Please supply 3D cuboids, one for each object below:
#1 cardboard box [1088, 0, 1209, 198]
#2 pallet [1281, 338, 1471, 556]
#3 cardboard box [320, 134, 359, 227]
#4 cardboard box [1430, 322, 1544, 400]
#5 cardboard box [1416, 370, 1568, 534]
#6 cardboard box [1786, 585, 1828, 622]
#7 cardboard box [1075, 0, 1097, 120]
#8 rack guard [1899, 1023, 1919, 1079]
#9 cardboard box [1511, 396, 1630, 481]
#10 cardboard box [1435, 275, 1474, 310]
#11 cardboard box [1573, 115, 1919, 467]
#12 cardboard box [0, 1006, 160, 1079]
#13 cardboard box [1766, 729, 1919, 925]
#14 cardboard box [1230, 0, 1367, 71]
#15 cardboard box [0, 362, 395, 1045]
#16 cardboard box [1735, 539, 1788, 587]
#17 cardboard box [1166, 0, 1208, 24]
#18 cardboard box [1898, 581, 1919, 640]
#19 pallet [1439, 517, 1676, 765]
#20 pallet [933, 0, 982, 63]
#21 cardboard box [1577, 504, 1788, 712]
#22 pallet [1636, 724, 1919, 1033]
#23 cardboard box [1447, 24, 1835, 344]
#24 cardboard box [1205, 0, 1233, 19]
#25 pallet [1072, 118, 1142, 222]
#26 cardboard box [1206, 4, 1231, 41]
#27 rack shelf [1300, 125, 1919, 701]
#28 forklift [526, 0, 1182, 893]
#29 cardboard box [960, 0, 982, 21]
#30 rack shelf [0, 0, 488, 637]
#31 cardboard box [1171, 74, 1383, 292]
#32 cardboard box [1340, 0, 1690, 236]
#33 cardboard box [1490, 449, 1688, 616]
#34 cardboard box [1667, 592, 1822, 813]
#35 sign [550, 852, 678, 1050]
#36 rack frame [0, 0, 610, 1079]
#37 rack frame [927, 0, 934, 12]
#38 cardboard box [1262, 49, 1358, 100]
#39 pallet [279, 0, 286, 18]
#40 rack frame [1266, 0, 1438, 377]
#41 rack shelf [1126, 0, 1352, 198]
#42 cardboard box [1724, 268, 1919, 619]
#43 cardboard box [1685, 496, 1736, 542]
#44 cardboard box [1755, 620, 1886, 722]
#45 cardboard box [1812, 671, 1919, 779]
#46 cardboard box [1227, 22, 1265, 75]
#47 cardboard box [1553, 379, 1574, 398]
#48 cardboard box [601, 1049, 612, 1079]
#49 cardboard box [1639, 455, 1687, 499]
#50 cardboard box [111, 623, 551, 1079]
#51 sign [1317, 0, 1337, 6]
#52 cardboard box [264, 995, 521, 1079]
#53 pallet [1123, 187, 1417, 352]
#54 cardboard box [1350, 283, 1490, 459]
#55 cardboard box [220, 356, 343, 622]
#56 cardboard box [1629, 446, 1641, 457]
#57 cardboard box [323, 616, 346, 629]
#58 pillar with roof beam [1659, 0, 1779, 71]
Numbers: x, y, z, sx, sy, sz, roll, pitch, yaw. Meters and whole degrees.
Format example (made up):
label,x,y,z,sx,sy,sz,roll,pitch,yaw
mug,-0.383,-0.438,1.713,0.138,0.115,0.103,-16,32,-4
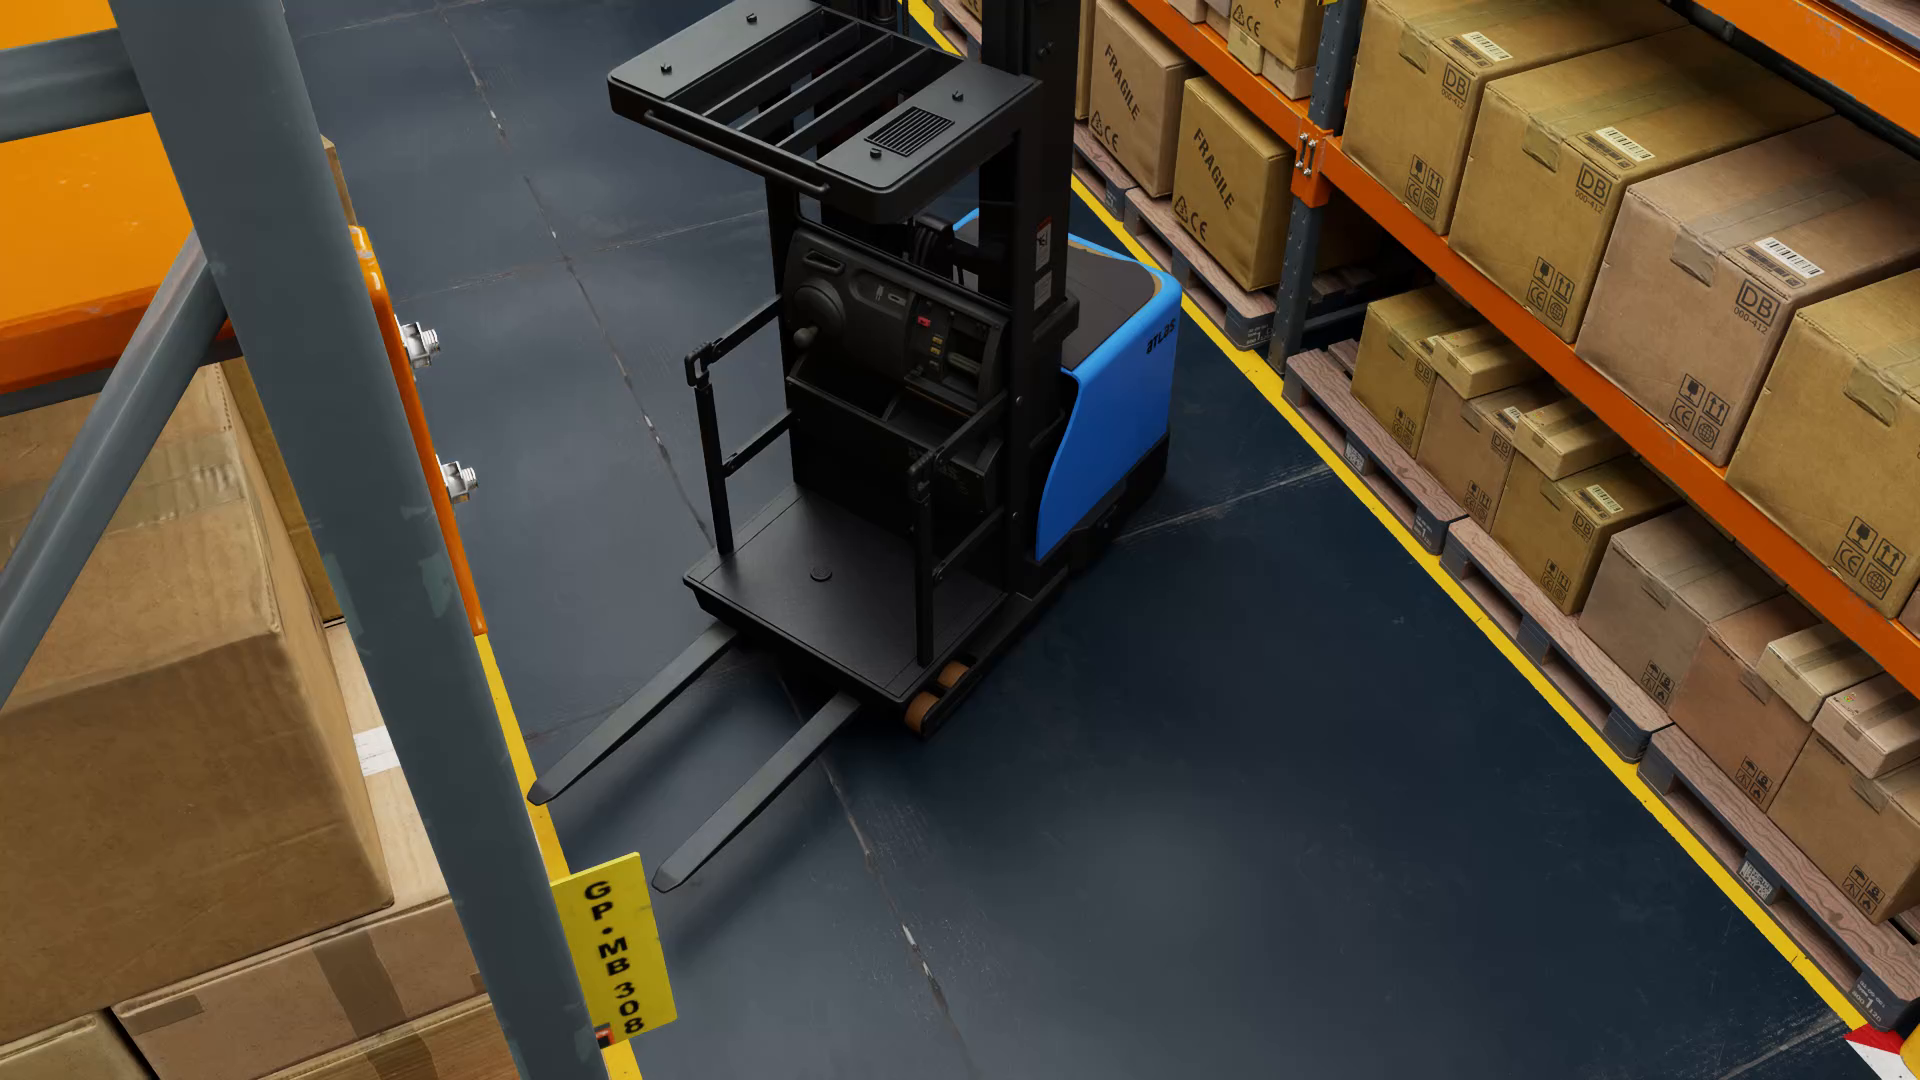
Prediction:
label,x,y,z,sx,sy,sz,roll,pitch,yaw
cardboard box,1.182,-2.355,8.602,0.750,0.750,0.750,-17,47,-16
pallet,2.199,-0.530,7.505,1.003,0.211,1.213,-18,47,-17
cardboard box,-2.539,-1.118,5.746,0.700,0.500,0.500,-34,54,-30
cardboard box,2.150,-0.741,6.754,0.380,0.149,0.250,-17,47,-16
cardboard box,2.380,-0.462,6.932,0.700,0.500,0.500,-18,48,-18
cardboard box,3.162,0.150,5.850,0.380,0.149,0.250,-18,47,-17
cardboard box,0.821,-2.896,9.149,0.750,0.750,0.750,-18,47,-18
rack guard,3.642,1.424,5.319,1.175,0.500,0.348,-18,47,-17
cardboard box,2.370,-0.409,6.416,0.380,0.149,0.250,-19,48,-19
cardboard box,2.291,-1.165,7.182,0.380,0.149,0.250,-18,47,-18
cardboard box,2.780,-0.859,5.640,0.980,0.700,0.700,-20,48,-19
cardboard box,-1.308,0.540,2.051,0.500,0.250,0.500,-18,47,-17
cardboard box,3.247,0.843,5.610,0.700,0.500,0.500,-18,47,-17
cardboard box,1.527,-2.398,7.116,0.500,0.500,0.500,-19,48,-18
cardboard box,-1.092,0.203,1.859,0.700,0.500,0.500,-18,47,-17
cardboard box,3.055,-0.011,6.014,0.380,0.149,0.250,-17,47,-17
cardboard box,1.191,-2.563,7.745,0.380,0.149,0.250,-18,47,-17
cardboard box,3.408,0.090,4.678,0.980,0.700,0.700,-16,47,-16
pallet,2.716,0.249,6.716,1.003,0.211,1.213,-18,47,-17
pallet,0.531,-3.062,10.071,1.003,0.211,1.213,-18,47,-17
cardboard box,2.824,0.204,6.257,0.700,0.500,0.500,-19,48,-19
pallet,3.225,1.025,5.929,1.003,0.211,1.213,-18,47,-17
cardboard box,2.465,-1.319,6.107,0.980,0.700,0.700,-19,48,-18
cardboard box,1.304,-2.720,7.443,0.500,0.500,0.500,-18,47,-17
pallet,1.040,-2.285,9.285,1.003,0.211,1.213,-18,47,-17
cardboard box,1.356,-2.412,7.592,0.380,0.149,0.250,-17,47,-16
rack shelf,2.791,-0.499,6.001,1.077,0.370,4.000,-18,47,-17
forklift,-0.370,-0.690,5.732,1.130,2.935,3.031,27,51,25
cardboard box,0.458,-3.456,9.717,0.750,0.750,0.750,-19,48,-18
rack shelf,-1.702,-1.168,2.410,1.077,0.370,4.000,-18,47,-17
cardboard box,1.559,-1.790,8.029,0.750,0.750,0.750,-18,47,-17
cardboard box,2.163,-1.786,6.580,0.980,0.700,0.700,-17,47,-17
cardboard box,2.594,-0.134,6.600,0.700,0.500,0.500,-17,47,-16
cardboard box,3.036,0.524,5.933,0.700,0.500,0.500,-18,47,-18
sign,-0.369,0.445,1.774,0.100,0.325,0.005,-18,47,-17
rack frame,-0.858,-0.152,0.866,0.949,2.616,0.053,-18,47,-17
rack frame,0.268,-4.579,9.624,1.000,3.000,0.127,-18,47,-17
cardboard box,1.551,-2.079,7.255,0.380,0.149,0.250,-18,47,-17
pallet,-3.876,-2.634,7.789,1.213,0.211,1.003,-18,47,-17
rack frame,1.950,-2.030,7.040,1.000,3.000,0.127,-18,47,-17
rack shelf,1.109,-3.048,8.585,1.077,0.370,4.000,-18,47,-17
cardboard box,3.092,-0.370,5.145,0.980,0.700,0.700,-18,48,-18
cardboard box,2.946,-0.175,6.179,0.380,0.149,0.250,-18,47,-17
cardboard box,2.919,0.421,5.575,0.380,0.149,0.250,-17,47,-16
cardboard box,3.028,0.584,5.410,0.380,0.149,0.250,-19,48,-18
cardboard box,1.423,-2.233,7.411,0.380,0.149,0.250,-17,47,-17
cardboard box,2.625,-0.662,6.673,0.380,0.149,0.250,-19,48,-19
cardboard box,-0.808,1.232,2.951,0.500,0.500,0.500,-17,47,-16
cardboard box,2.840,-0.336,6.343,0.380,0.149,0.250,-19,48,-18
cardboard box,-0.841,0.388,2.205,0.500,0.250,0.500,-18,47,-17
sign,1.462,-2.247,6.493,0.100,0.325,0.005,-18,47,-17
cardboard box,-0.846,0.568,2.379,0.500,0.250,0.500,-18,47,-17
pallet,1.557,-1.507,8.496,1.003,0.211,1.213,-18,47,-17
cardboard box,2.171,-0.783,7.257,0.700,0.500,0.500,-17,47,-17
cardboard box,-1.225,-0.141,2.207,0.700,0.500,0.500,-18,47,-17
cardboard box,2.731,-0.500,6.509,0.380,0.149,0.250,-18,47,-17
cardboard box,-1.045,0.067,2.530,0.500,0.250,0.500,-18,47,-17
pillar with roof beam,-0.877,-2.703,3.452,9.100,9.000,0.400,-18,47,-17
